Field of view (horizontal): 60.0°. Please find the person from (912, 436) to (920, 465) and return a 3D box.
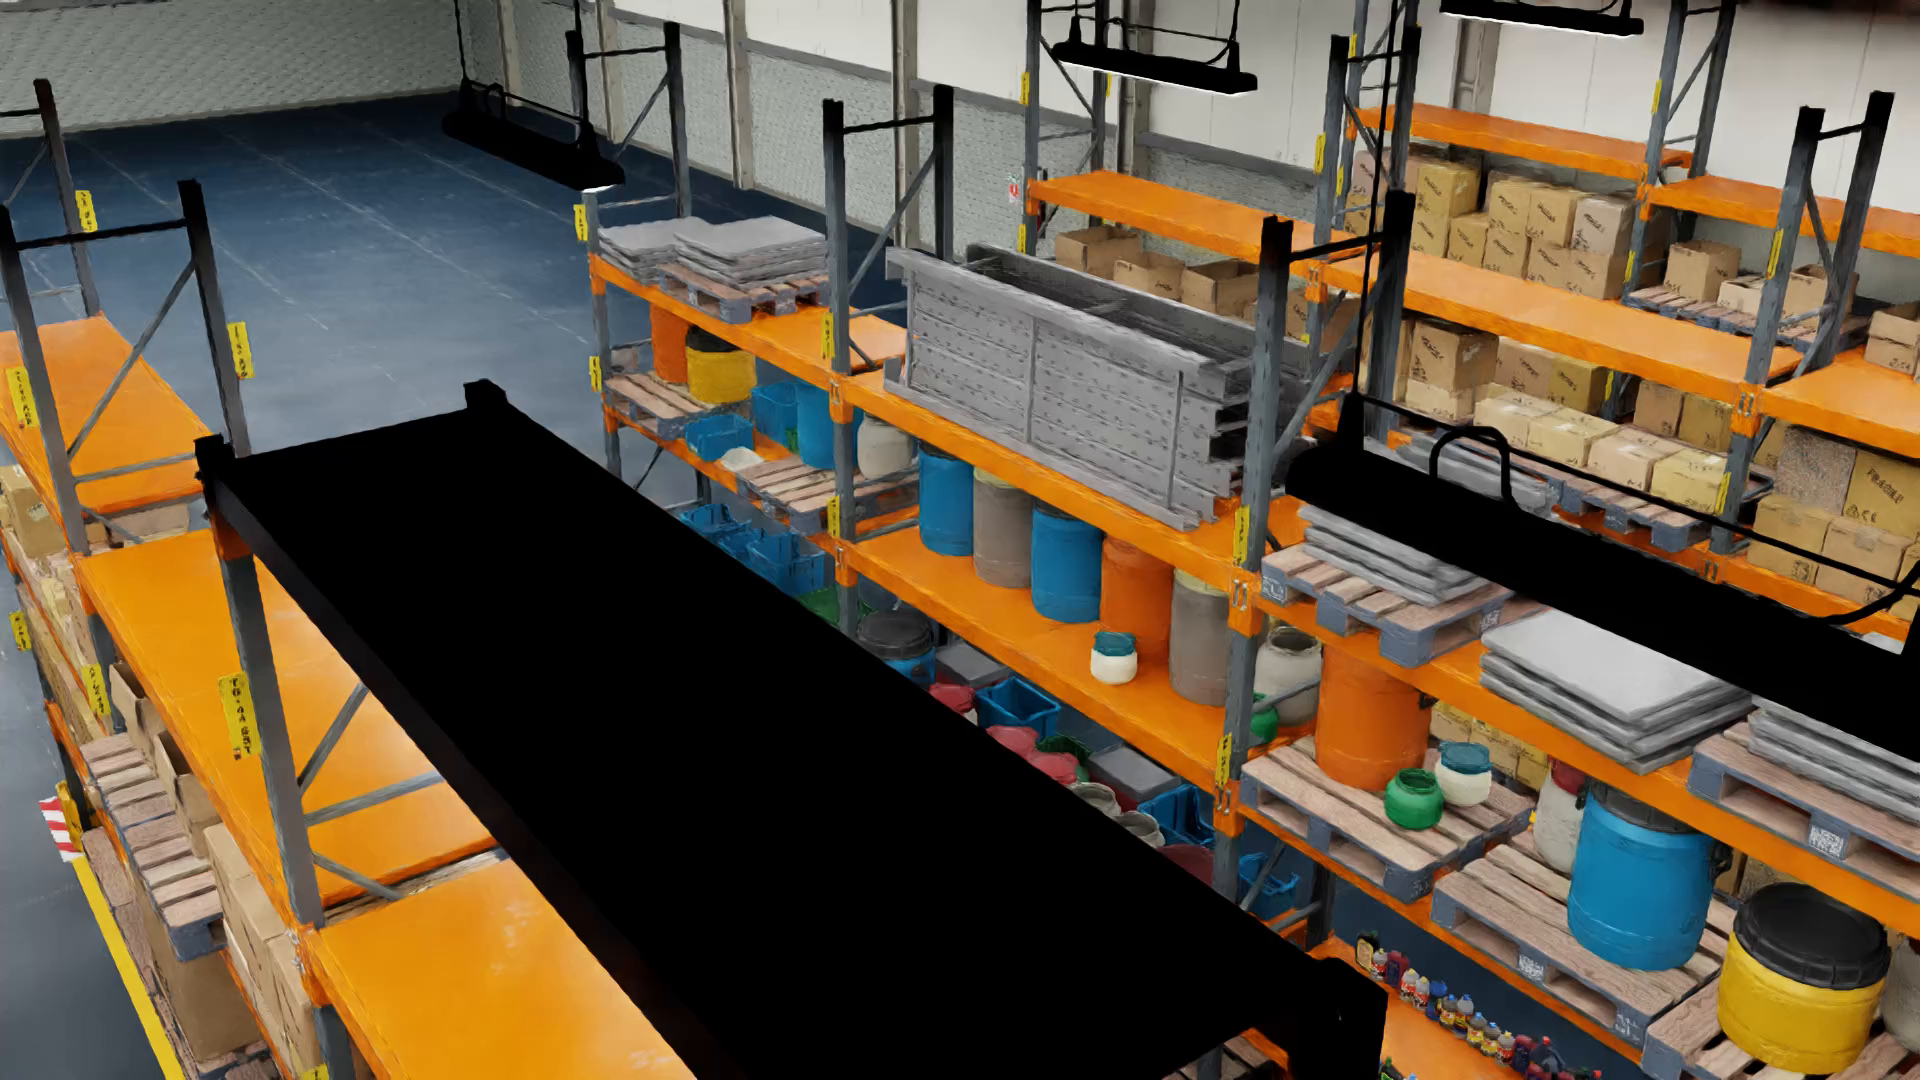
[{"bbox_3d":[-0.224,-1.735,20.671,0.773,1.724,0.689,15,29,30],"label":"person"}]
